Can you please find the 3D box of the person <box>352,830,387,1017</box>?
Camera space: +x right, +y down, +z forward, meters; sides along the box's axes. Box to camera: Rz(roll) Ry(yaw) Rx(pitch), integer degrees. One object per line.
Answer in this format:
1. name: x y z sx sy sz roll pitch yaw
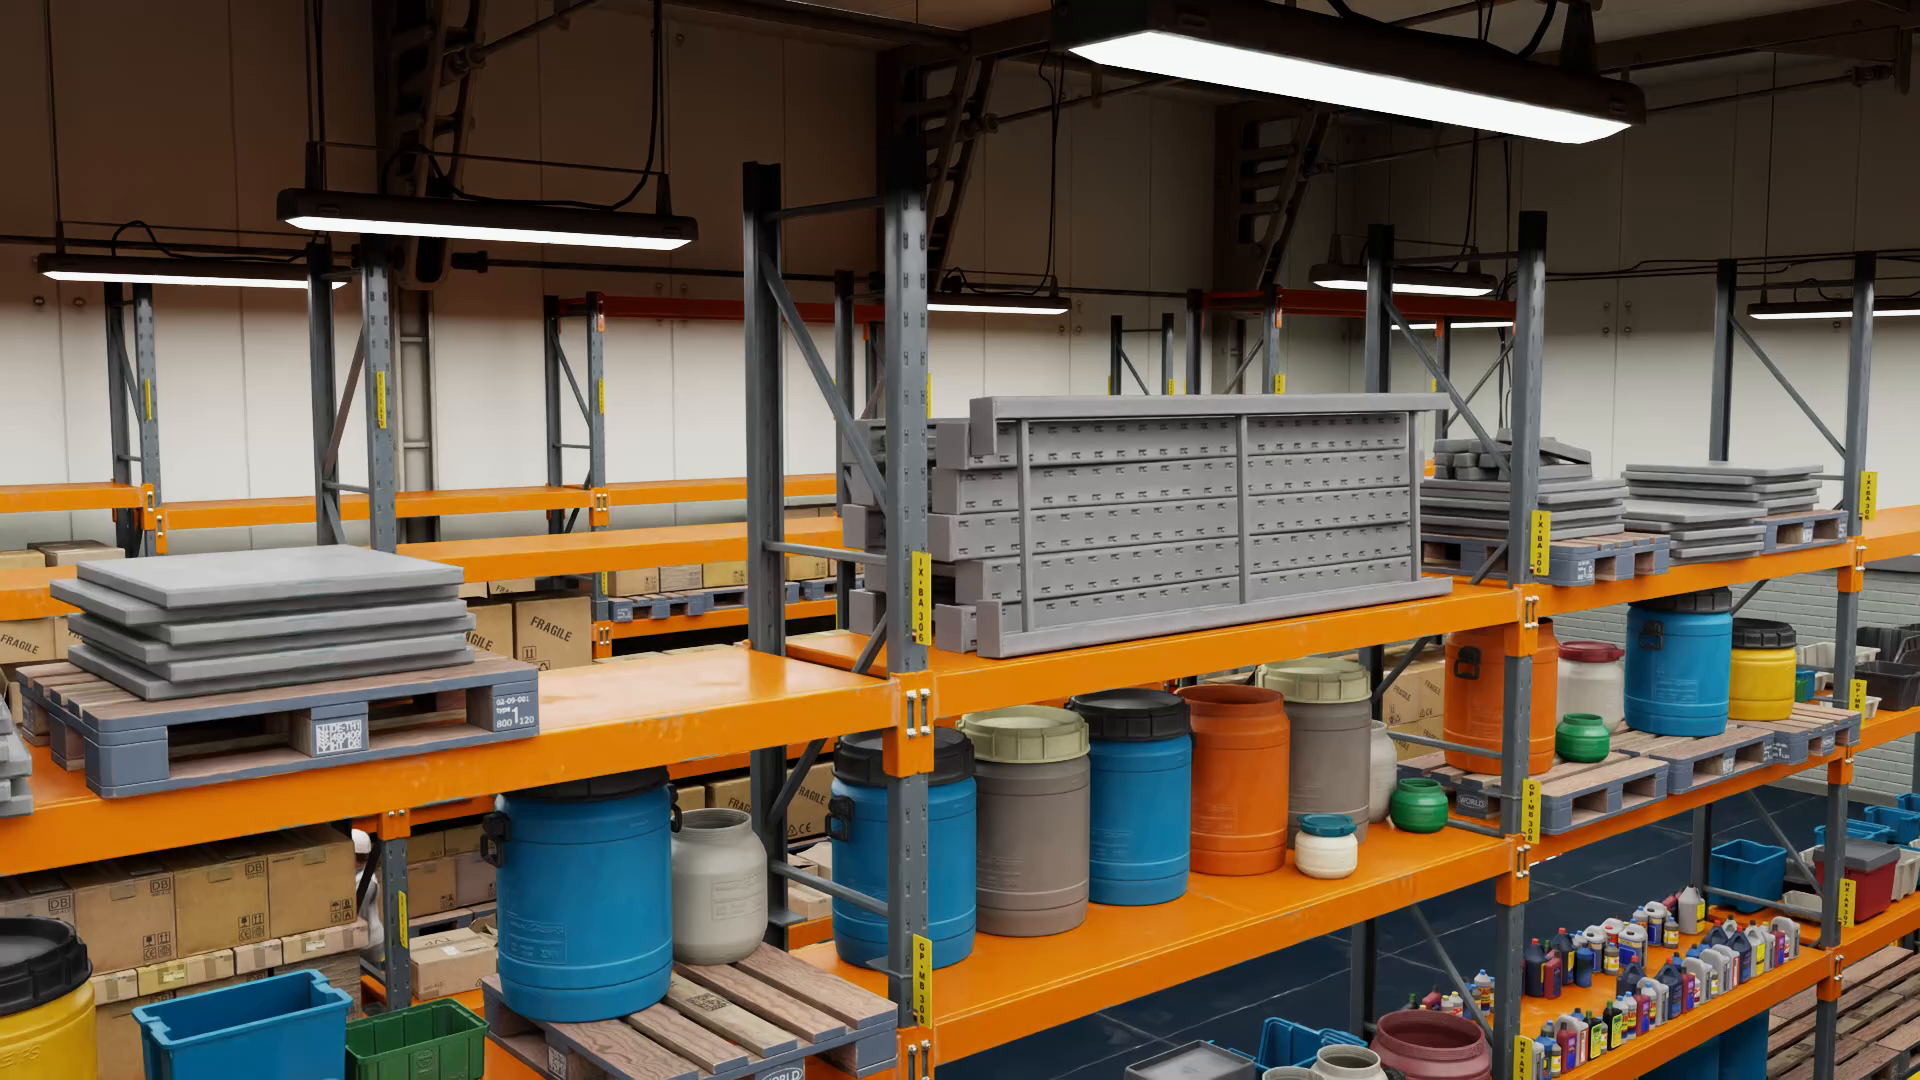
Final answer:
1. person: -4.637 3.092 12.579 0.786 1.792 0.558 -3 6 -31
